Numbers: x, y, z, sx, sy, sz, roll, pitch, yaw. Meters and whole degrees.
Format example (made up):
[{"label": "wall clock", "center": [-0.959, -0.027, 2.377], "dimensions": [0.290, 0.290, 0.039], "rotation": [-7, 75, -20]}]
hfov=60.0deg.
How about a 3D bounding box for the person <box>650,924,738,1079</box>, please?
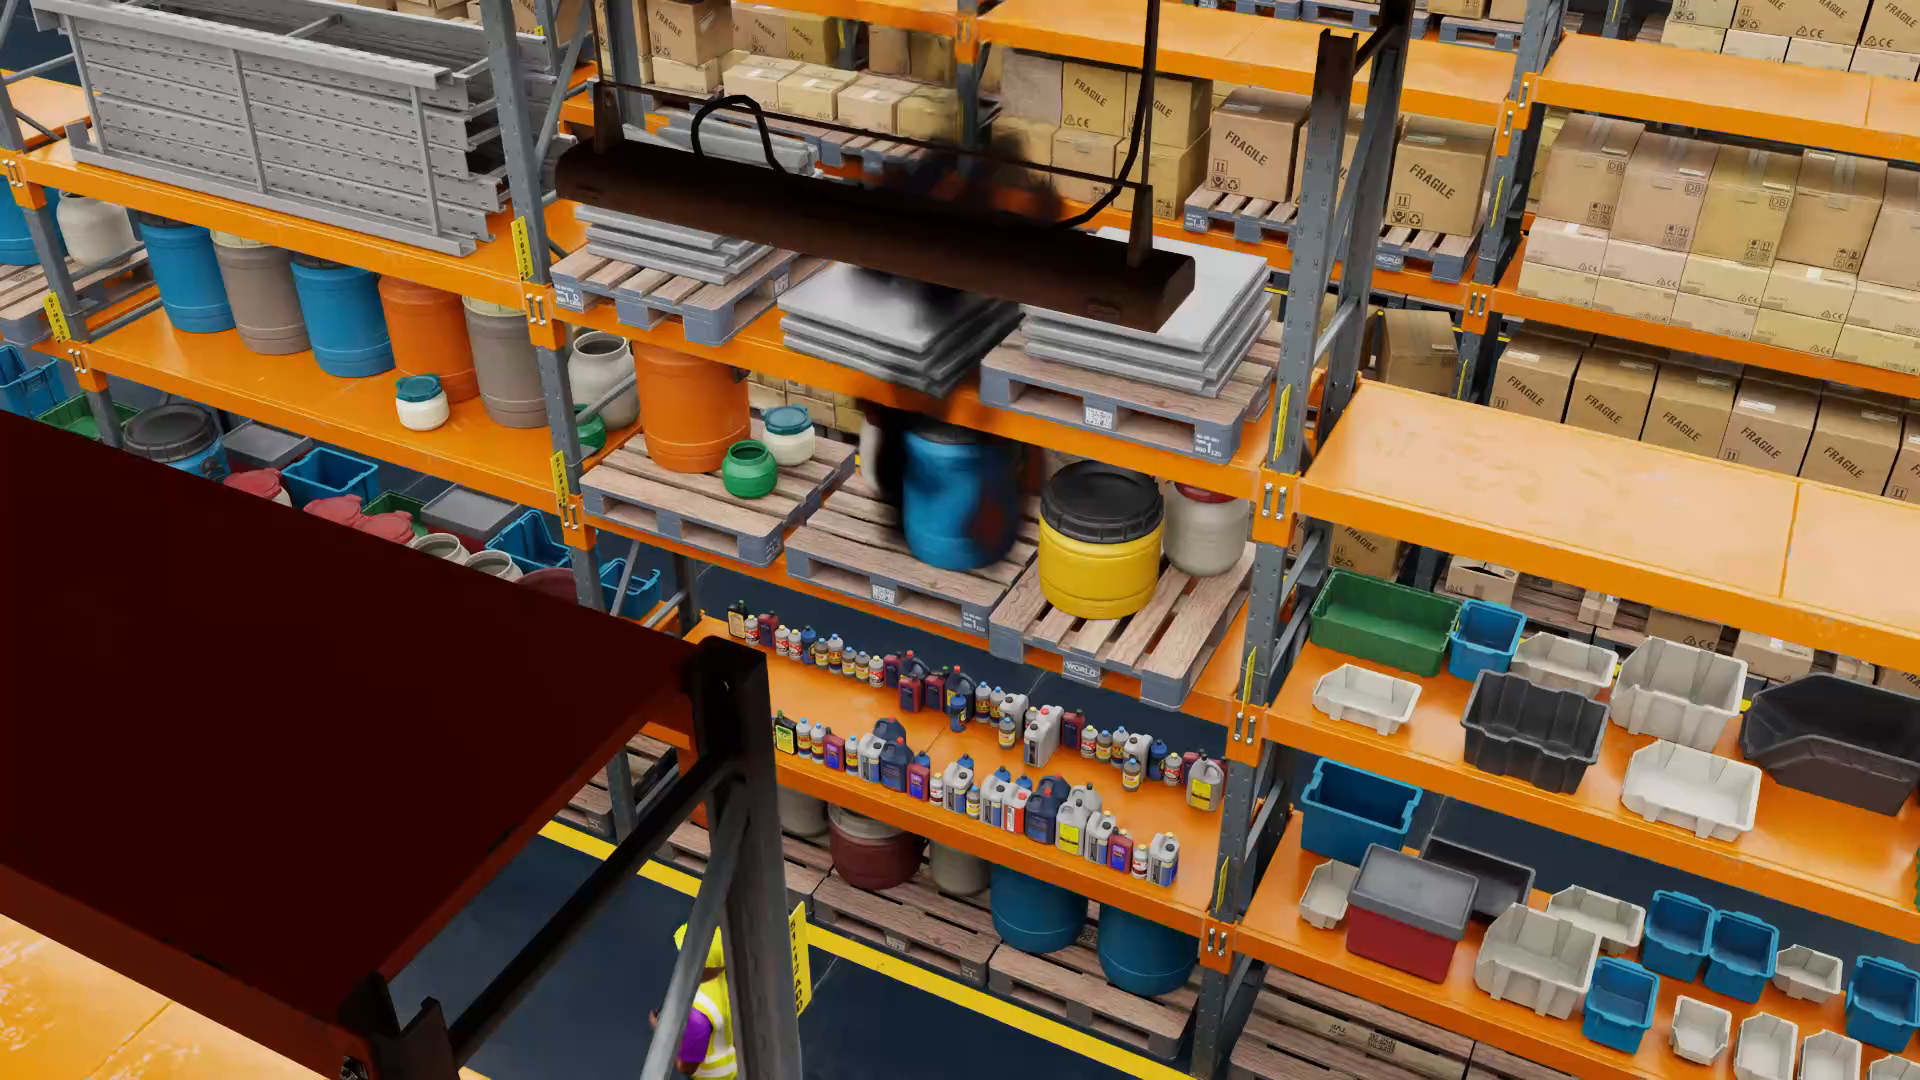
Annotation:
[{"label": "person", "center": [-1.181, 2.545, 8.209], "dimensions": [0.703, 1.835, 0.698], "rotation": [12, 37, 16]}]
